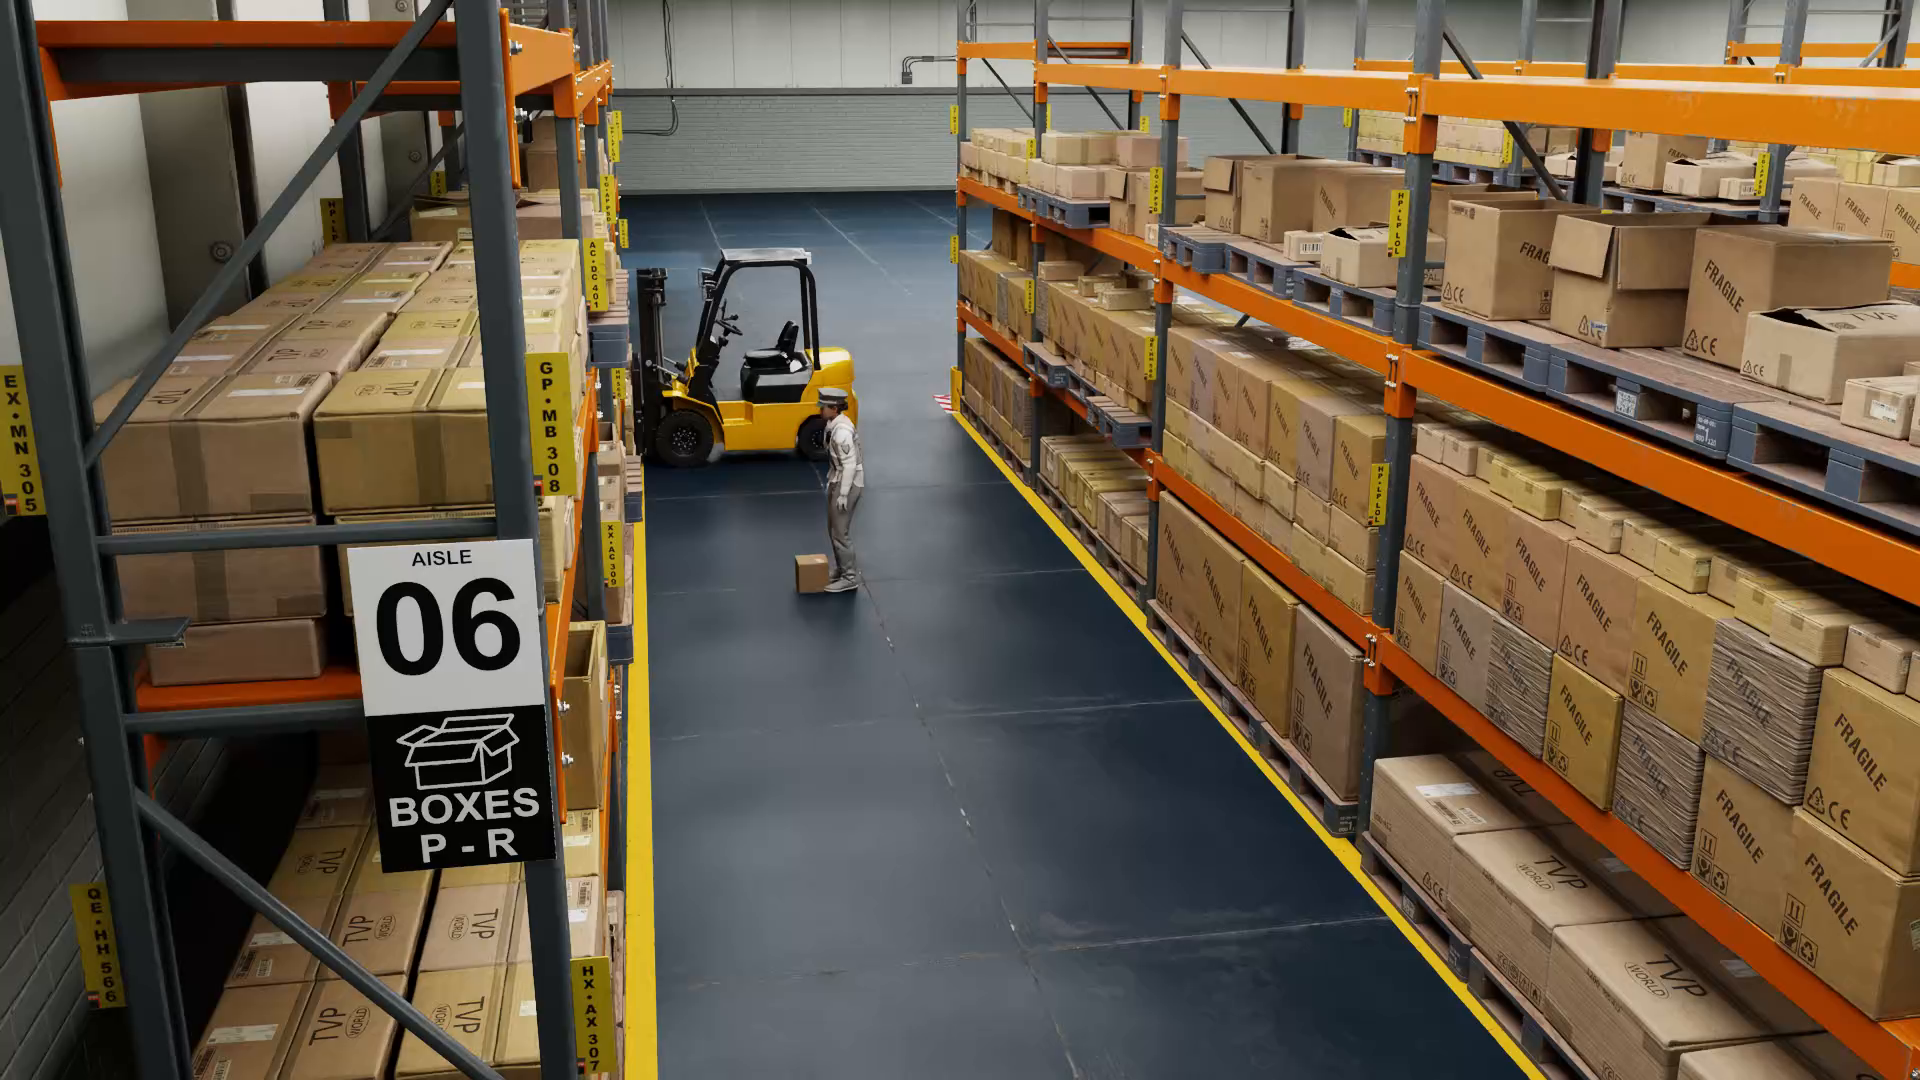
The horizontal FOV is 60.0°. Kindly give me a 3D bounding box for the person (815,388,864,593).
[{"bbox_3d":[-0.969,-0.415,13.433,0.376,1.663,0.544,-4,17,-14],"label":"person"}]
